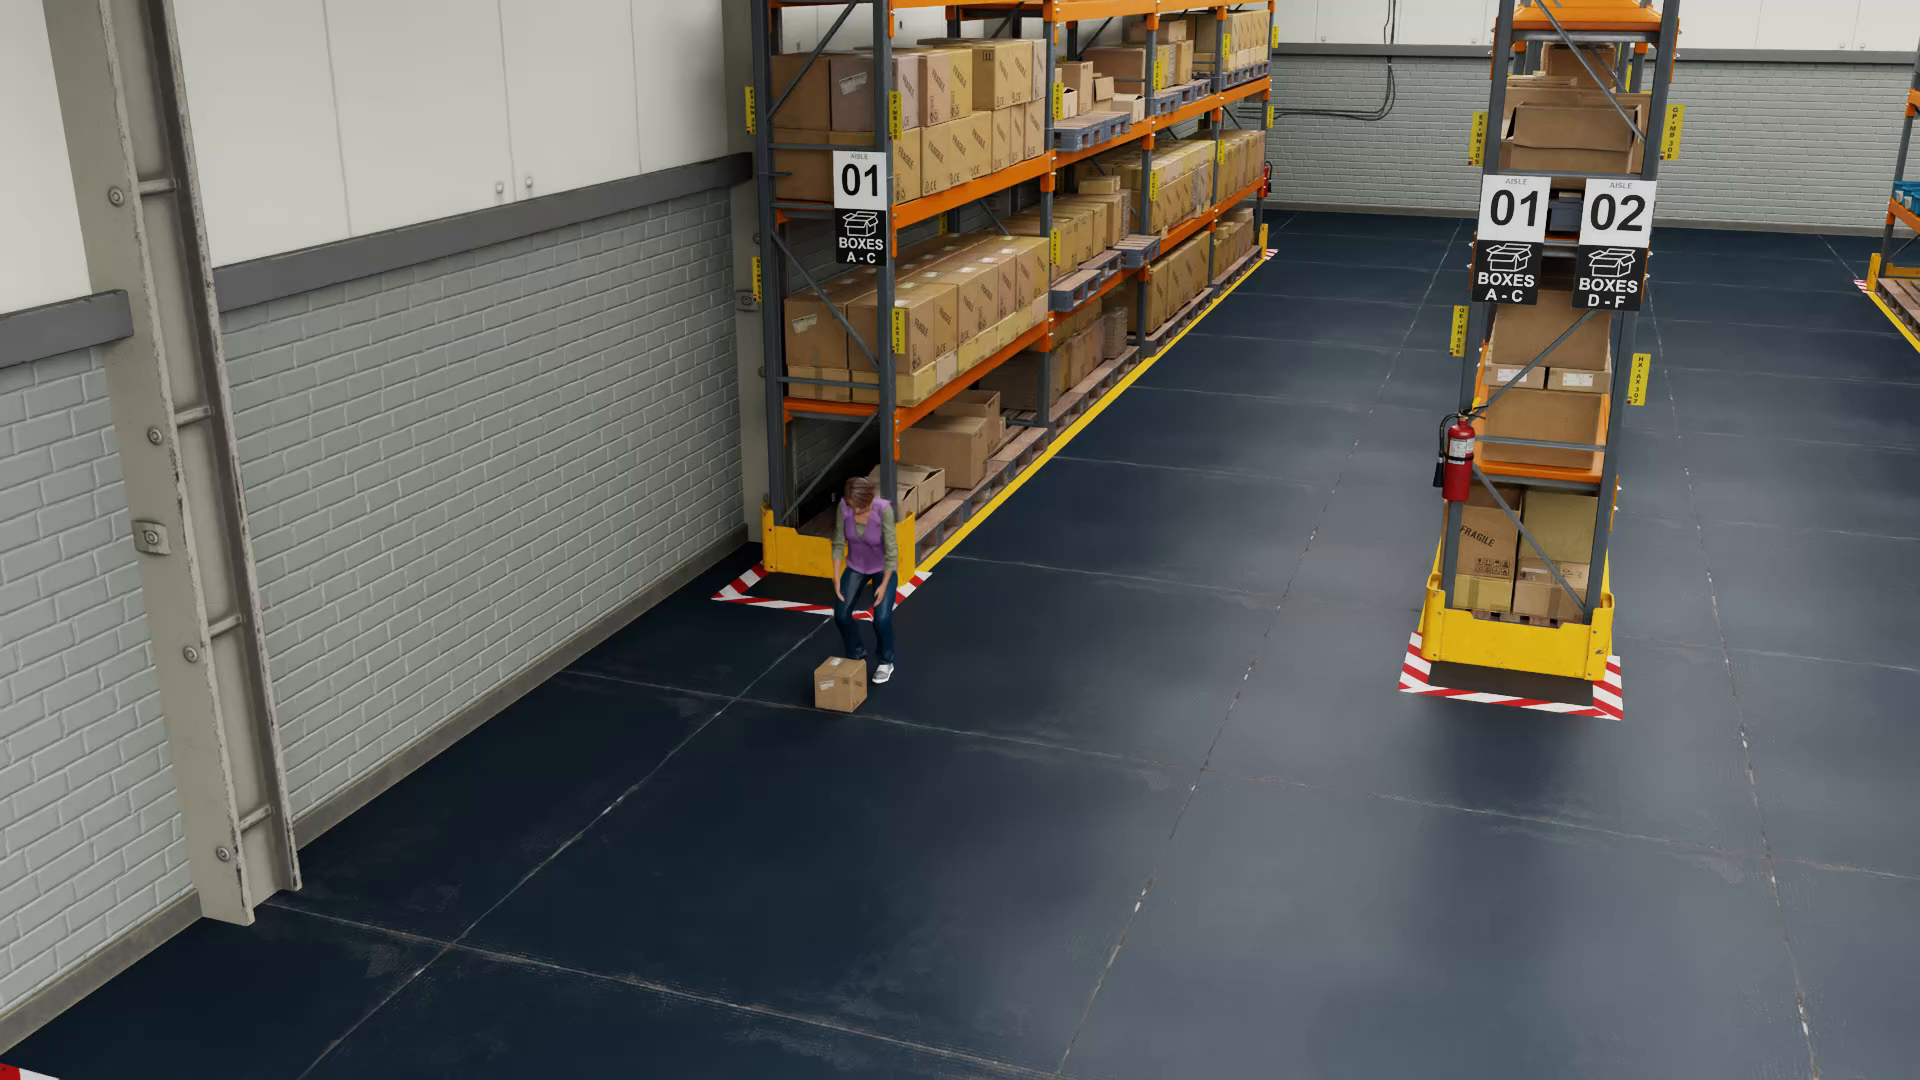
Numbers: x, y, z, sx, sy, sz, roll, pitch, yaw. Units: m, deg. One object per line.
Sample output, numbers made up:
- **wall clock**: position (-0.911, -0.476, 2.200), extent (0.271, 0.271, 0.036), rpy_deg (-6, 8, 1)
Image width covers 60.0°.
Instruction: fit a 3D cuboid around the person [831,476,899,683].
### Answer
- **person**: position (-0.583, 0.238, 10.694), extent (0.456, 1.408, 0.560), rpy_deg (7, 20, 19)
